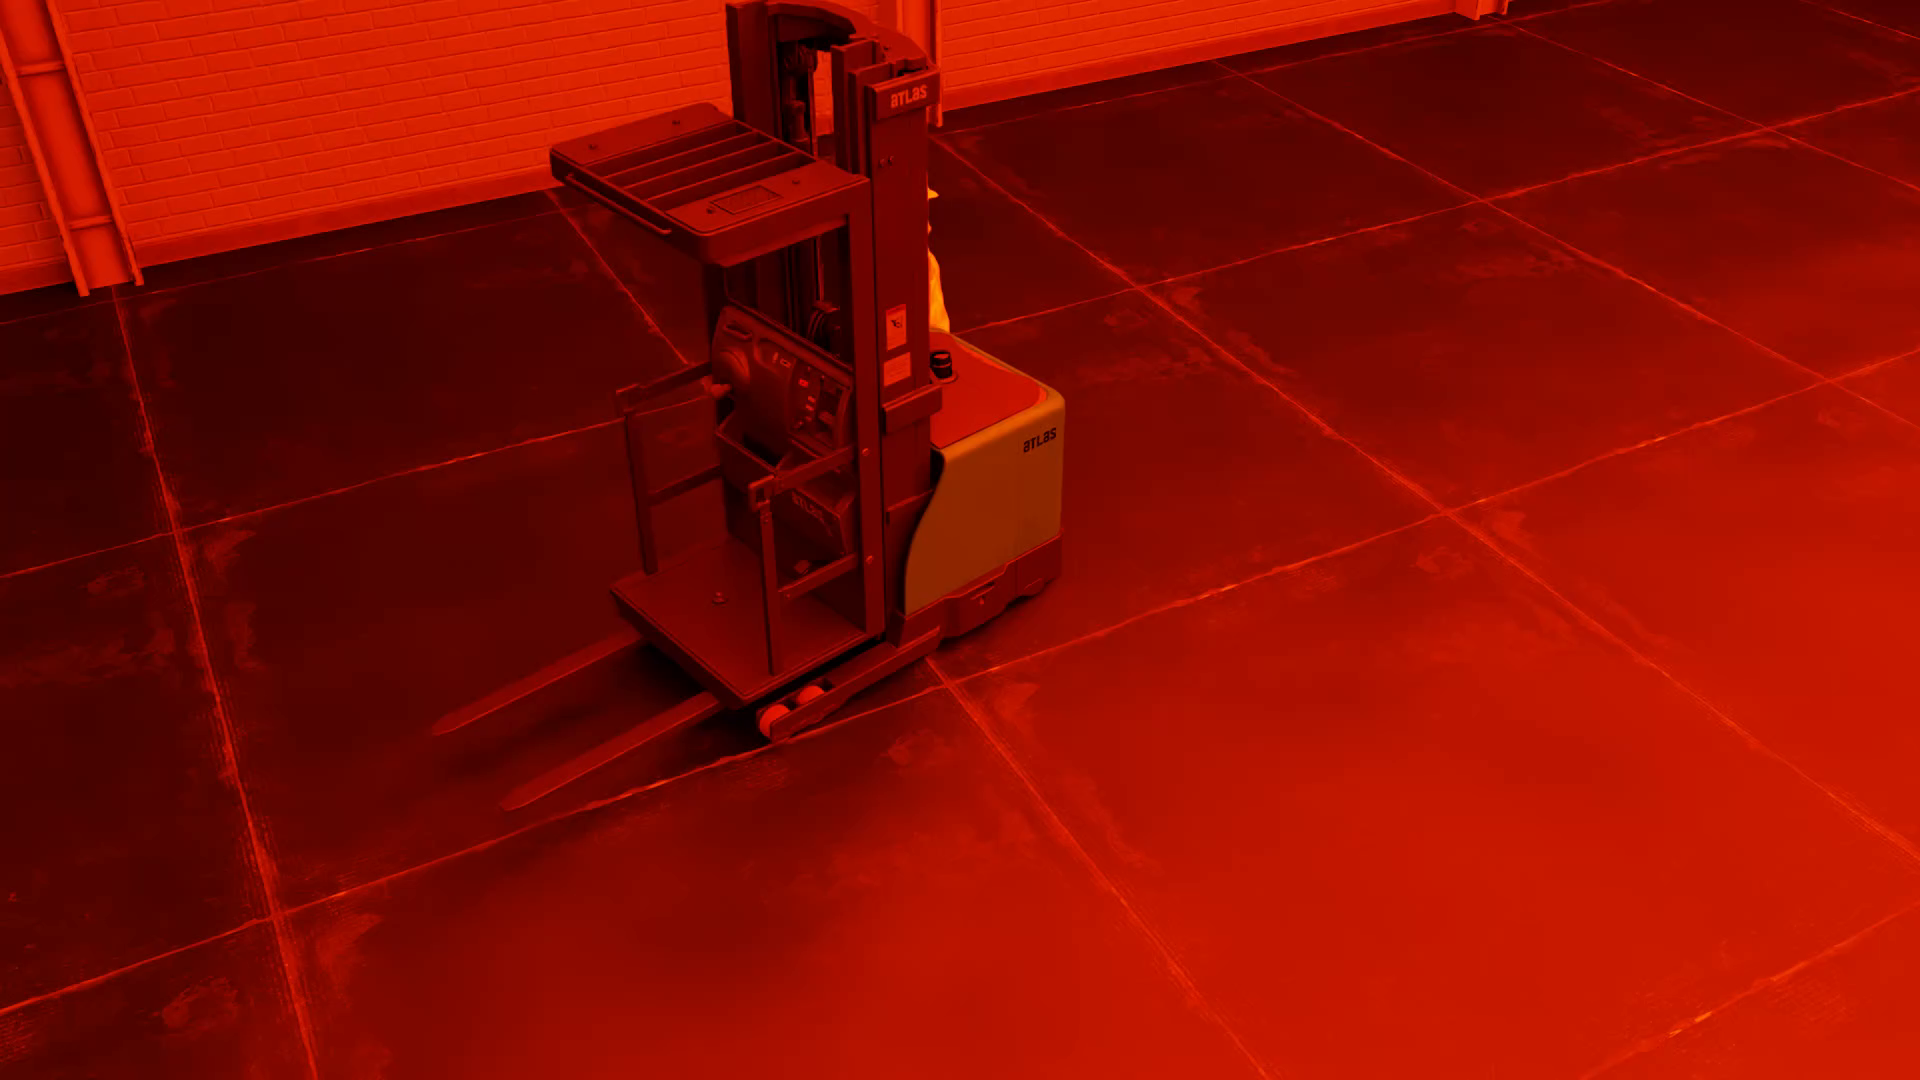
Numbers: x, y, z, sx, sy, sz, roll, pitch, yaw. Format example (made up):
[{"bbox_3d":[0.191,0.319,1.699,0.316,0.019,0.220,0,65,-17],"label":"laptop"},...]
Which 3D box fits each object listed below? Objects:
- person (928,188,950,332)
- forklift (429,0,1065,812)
[{"bbox_3d":[-0.253,-1.111,8.778,0.470,1.689,0.870,-10,36,-14],"label":"person"},{"bbox_3d":[-0.927,-0.640,7.028,3.031,2.935,1.130,-27,43,-33],"label":"forklift"}]
